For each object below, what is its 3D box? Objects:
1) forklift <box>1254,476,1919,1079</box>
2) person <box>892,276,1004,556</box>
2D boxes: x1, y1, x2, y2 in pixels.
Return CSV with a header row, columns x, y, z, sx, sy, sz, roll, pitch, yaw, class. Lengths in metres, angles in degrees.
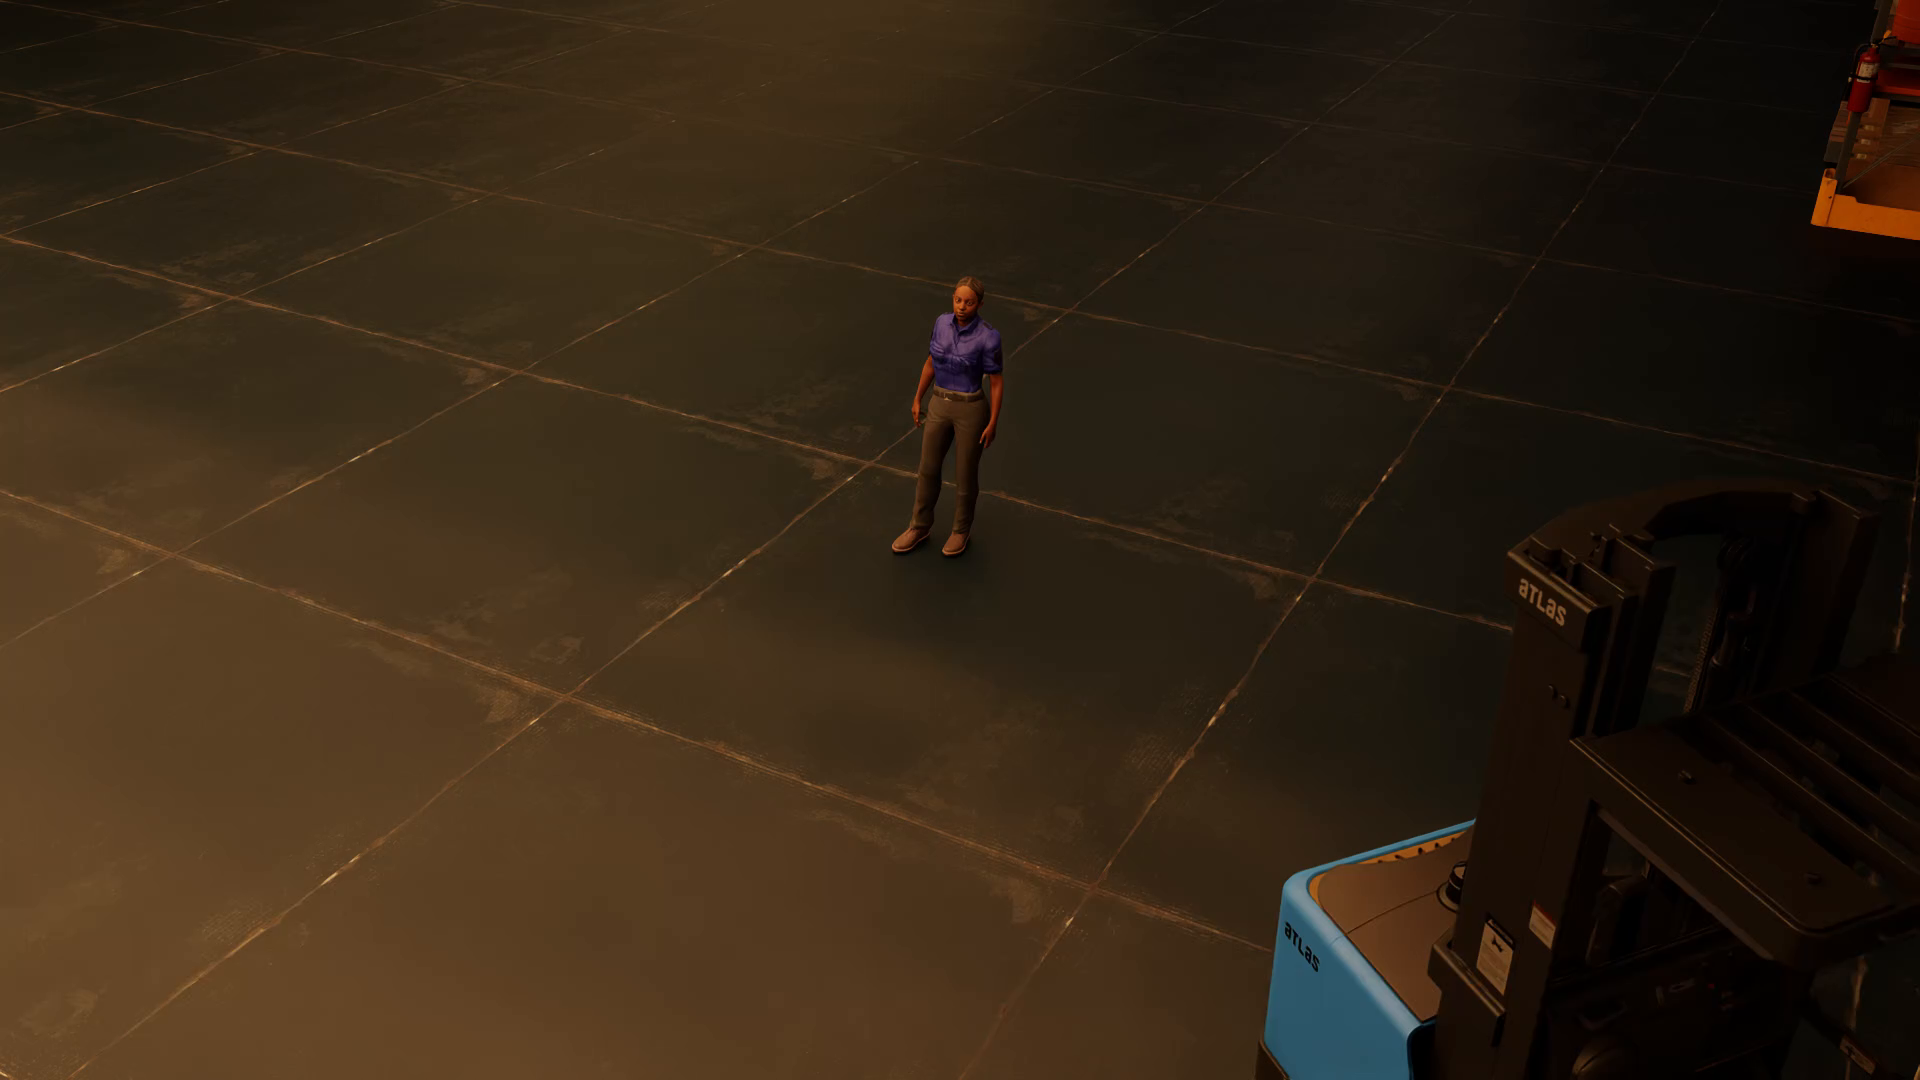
x,y,z,sx,sy,sz,roll,pitch,yaw,class
2.140,1.426,4.600,1.130,2.935,3.031,-12,32,-19,forklift
-0.060,-0.690,9.527,0.569,1.656,0.503,15,33,25,person
